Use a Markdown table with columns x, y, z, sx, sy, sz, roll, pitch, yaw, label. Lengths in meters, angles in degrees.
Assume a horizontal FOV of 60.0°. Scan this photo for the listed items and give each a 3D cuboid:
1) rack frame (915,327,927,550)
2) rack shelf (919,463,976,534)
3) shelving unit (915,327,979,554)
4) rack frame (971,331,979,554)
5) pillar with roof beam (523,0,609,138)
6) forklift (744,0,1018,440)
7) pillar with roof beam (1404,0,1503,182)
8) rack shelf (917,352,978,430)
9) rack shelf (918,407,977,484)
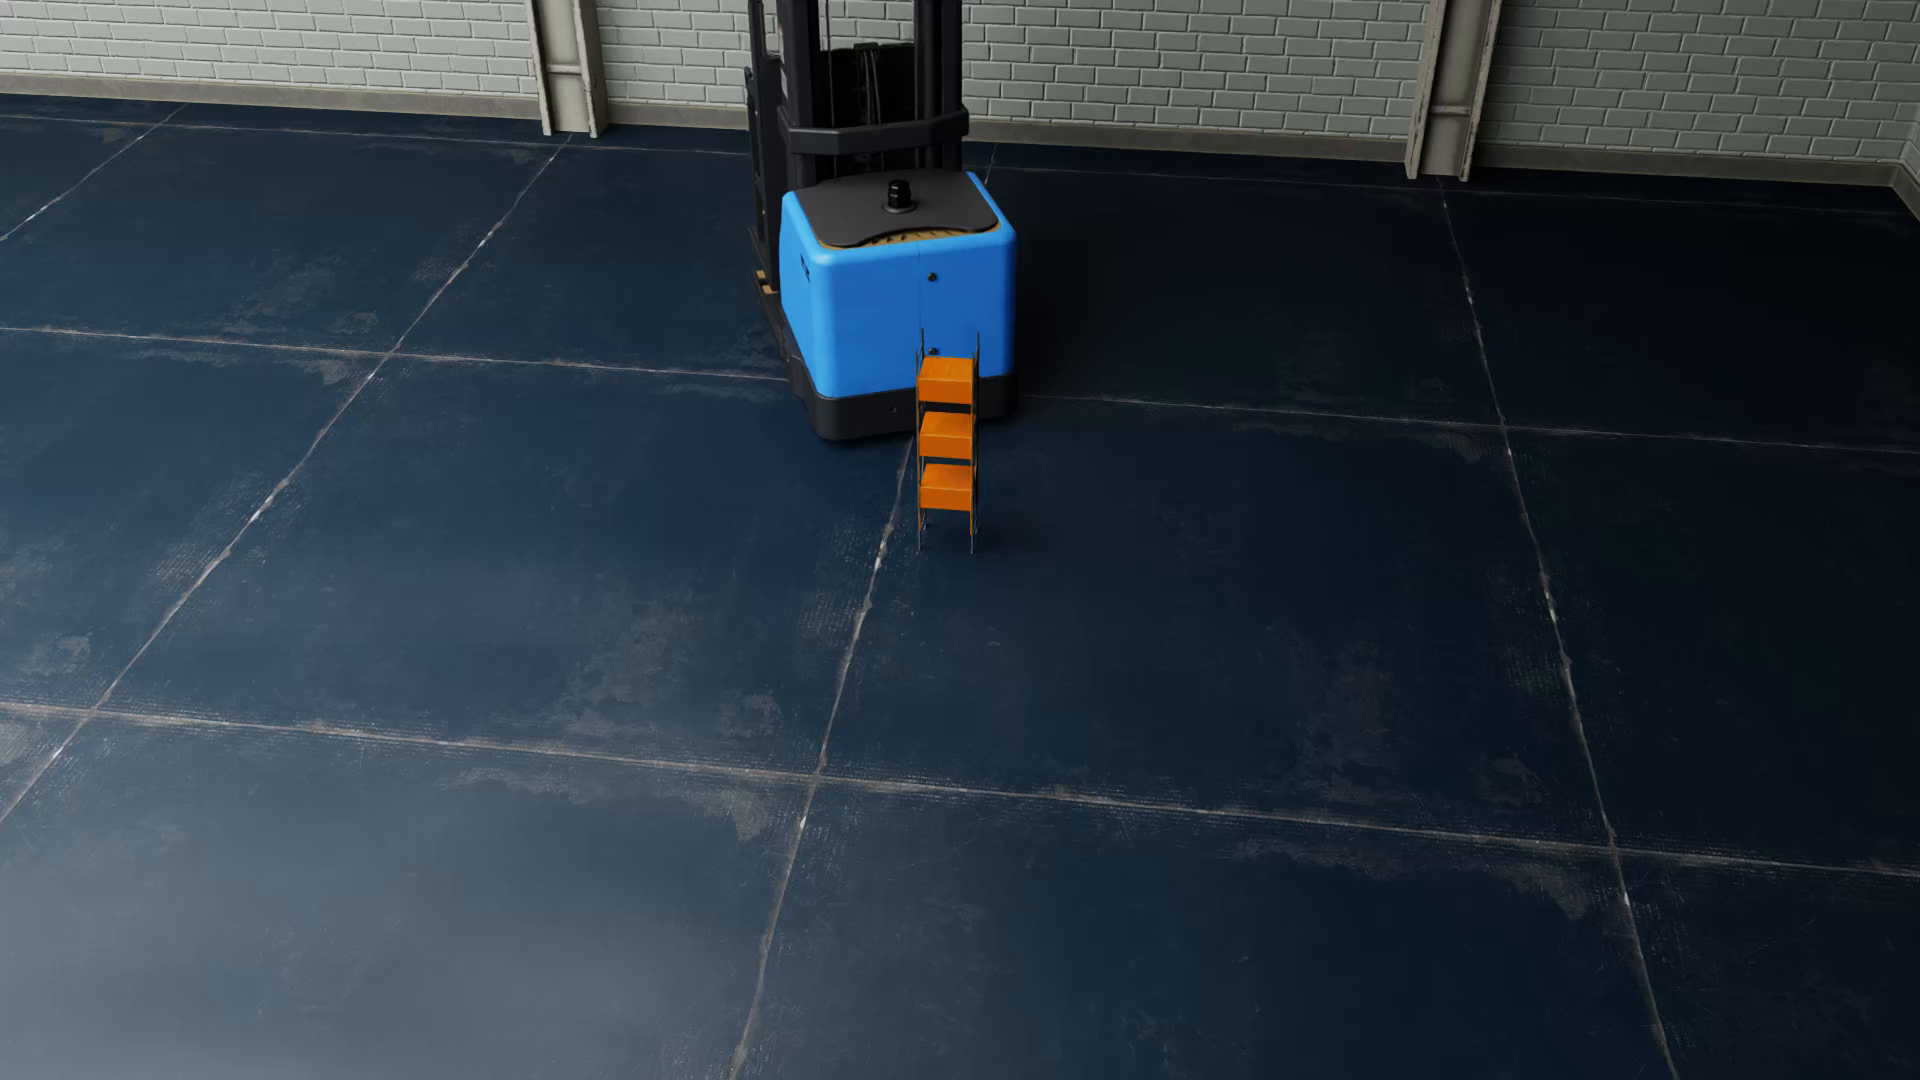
| x | y | z | sx | sy | sz | roll | pitch | yaw | label |
| --- | --- | --- | --- | --- | --- | --- | --- | --- | --- |
| -0.174 | -0.440 | 7.463 | 0.008 | 1.050 | 0.200 | 4 | 36 | 6 | rack frame |
| -0.053 | -0.196 | 7.618 | 0.240 | 0.259 | 0.215 | 4 | 36 | 6 | rack shelf |
| -0.053 | -0.431 | 7.451 | 0.252 | 1.050 | 0.215 | 4 | 36 | 6 | shelving unit |
| 0.068 | -0.422 | 7.438 | 0.008 | 1.050 | 0.200 | 4 | 36 | 6 | rack frame |
| -3.280 | -4.123 | 5.781 | 0.400 | 9.000 | 9.100 | 4 | 36 | 6 | pillar with roof beam |
| -0.592 | -2.547 | 8.796 | 1.130 | 2.935 | 3.031 | -9 | 37 | -13 | forklift |
| 2.672 | -3.679 | 5.159 | 0.400 | 9.000 | 9.100 | 4 | 36 | 6 | pillar with roof beam |
| -0.053 | -0.654 | 7.292 | 0.240 | 0.259 | 0.215 | 4 | 36 | 6 | rack shelf |
| -0.053 | -0.423 | 7.457 | 0.240 | 0.259 | 0.215 | 4 | 36 | 6 | rack shelf |
